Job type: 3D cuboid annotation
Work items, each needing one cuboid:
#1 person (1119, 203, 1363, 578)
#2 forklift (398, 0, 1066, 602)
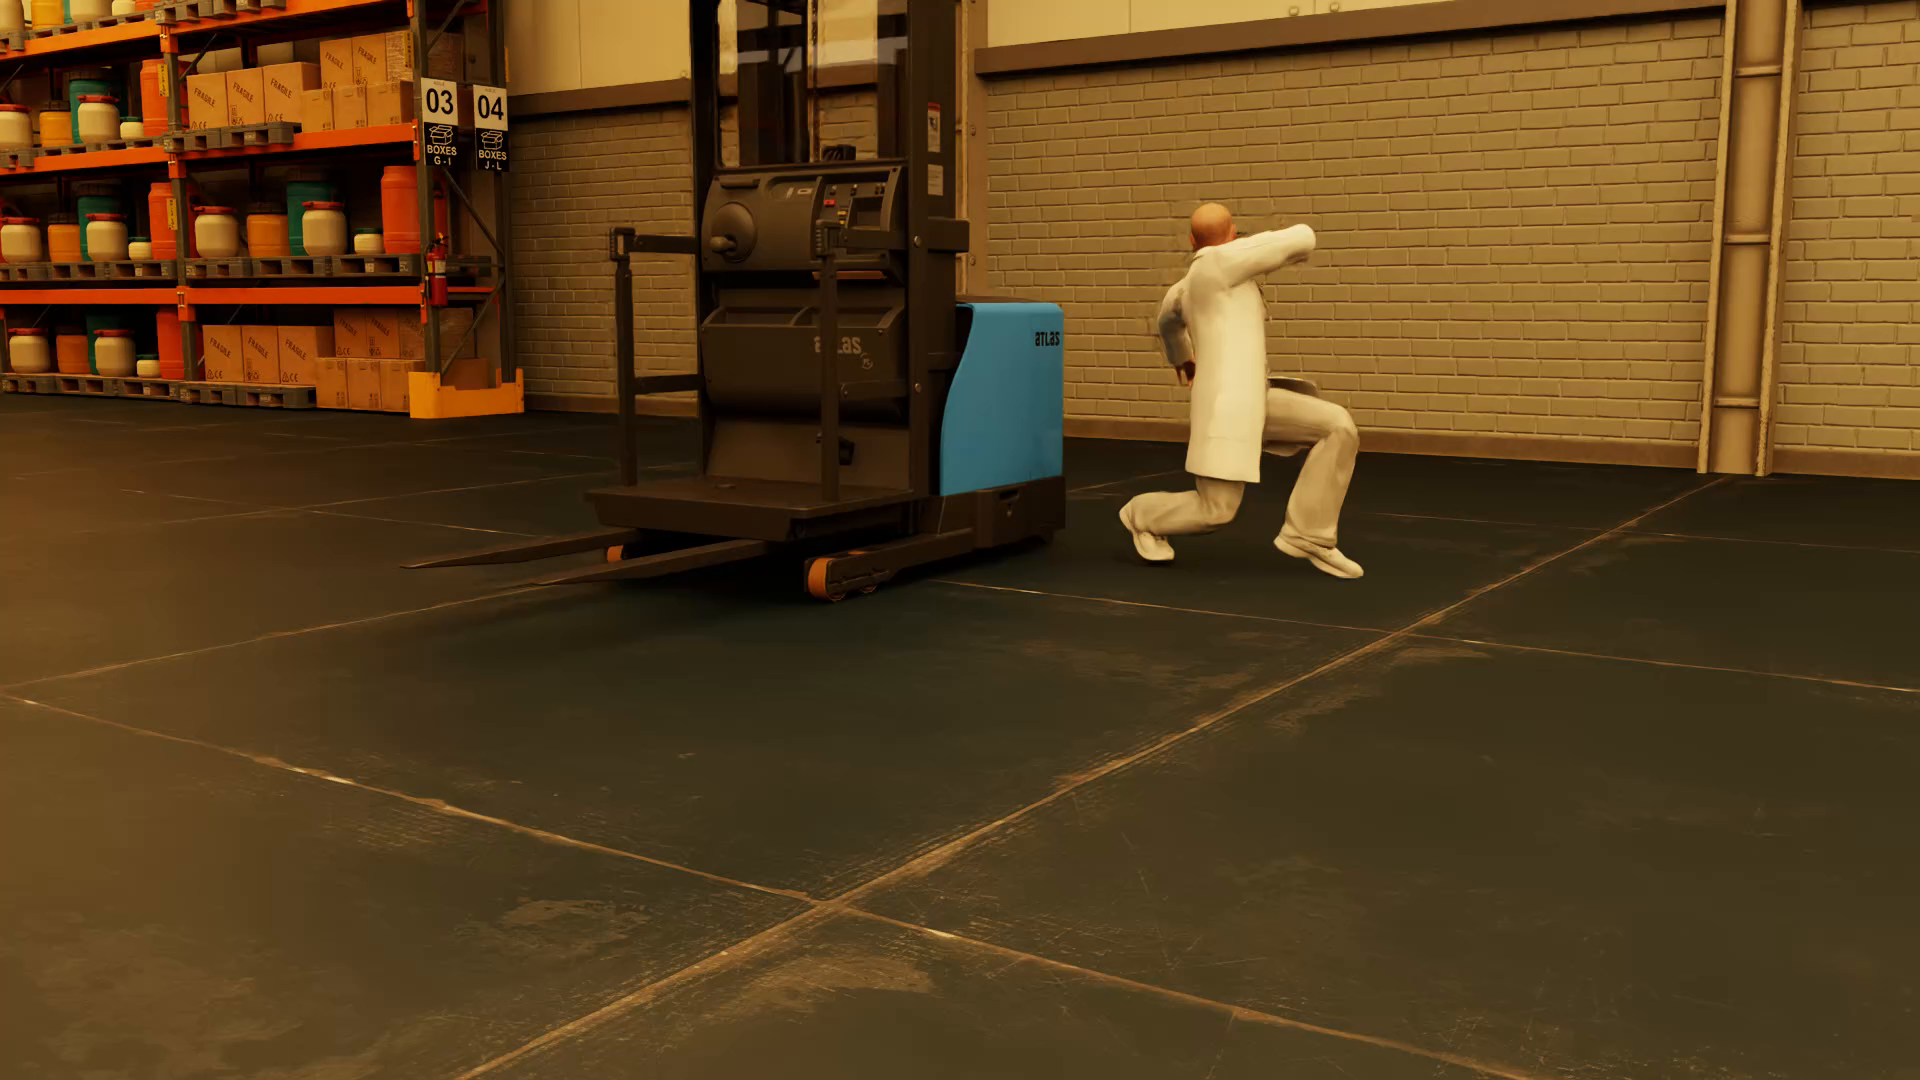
[{"bbox_3d":[1.186,-0.628,6.843,1.046,1.479,0.958,4,9,23],"label":"person"},{"bbox_3d":[-0.742,-1.301,6.343,1.130,2.935,3.031,5,10,32],"label":"forklift"}]
